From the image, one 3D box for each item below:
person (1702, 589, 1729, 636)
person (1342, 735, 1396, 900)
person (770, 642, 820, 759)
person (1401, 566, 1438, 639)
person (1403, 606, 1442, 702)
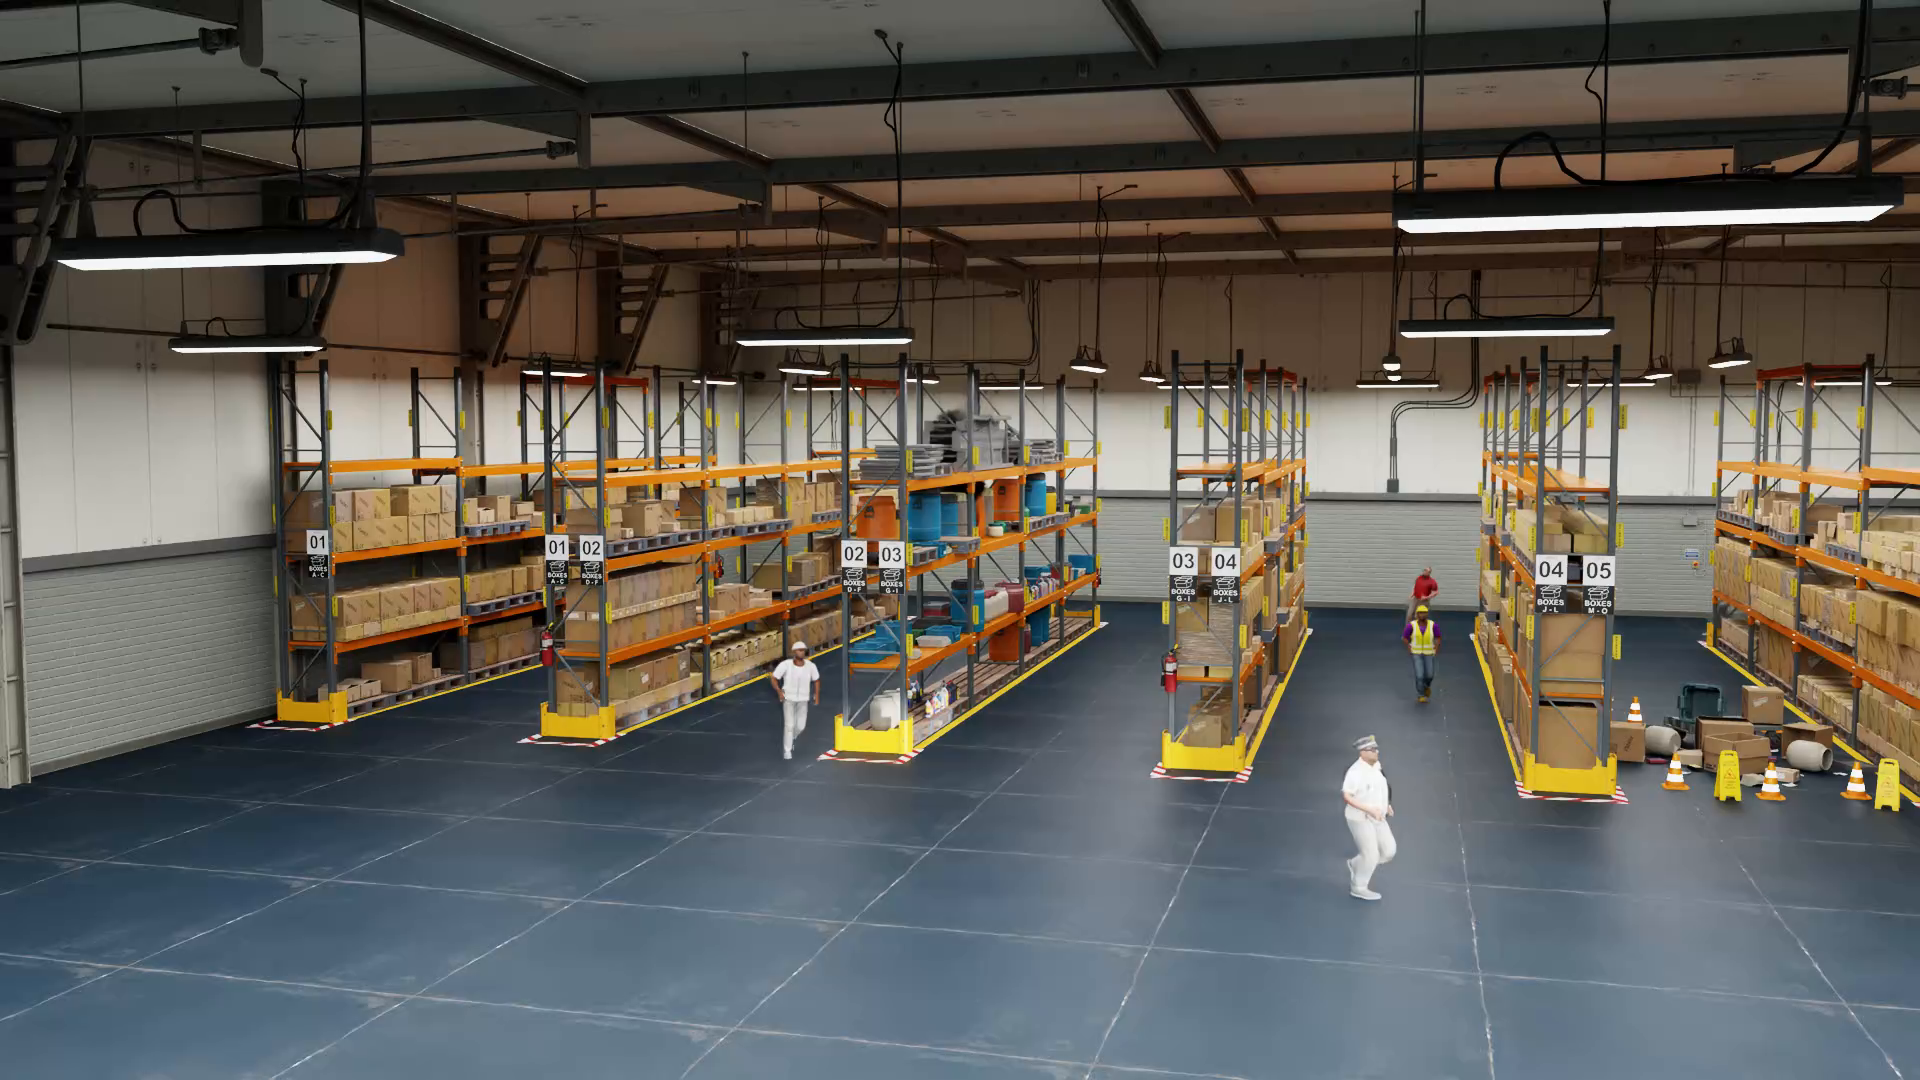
[{"bbox_3d":[17.378,1.438,38.074,0.625,1.633,0.828,-4,6,-44],"label":"person"},{"bbox_3d":[4.259,2.886,17.353,0.596,1.730,0.640,4,6,44],"label":"person"},{"bbox_3d":[-2.435,2.370,24.744,0.754,1.719,0.536,-1,4,-18],"label":"person"},{"bbox_3d":[10.582,1.443,38.113,0.662,1.682,0.701,-3,5,-39],"label":"person"},{"bbox_3d":[8.208,2.017,29.515,0.679,1.721,0.576,1,4,11],"label":"person"}]
